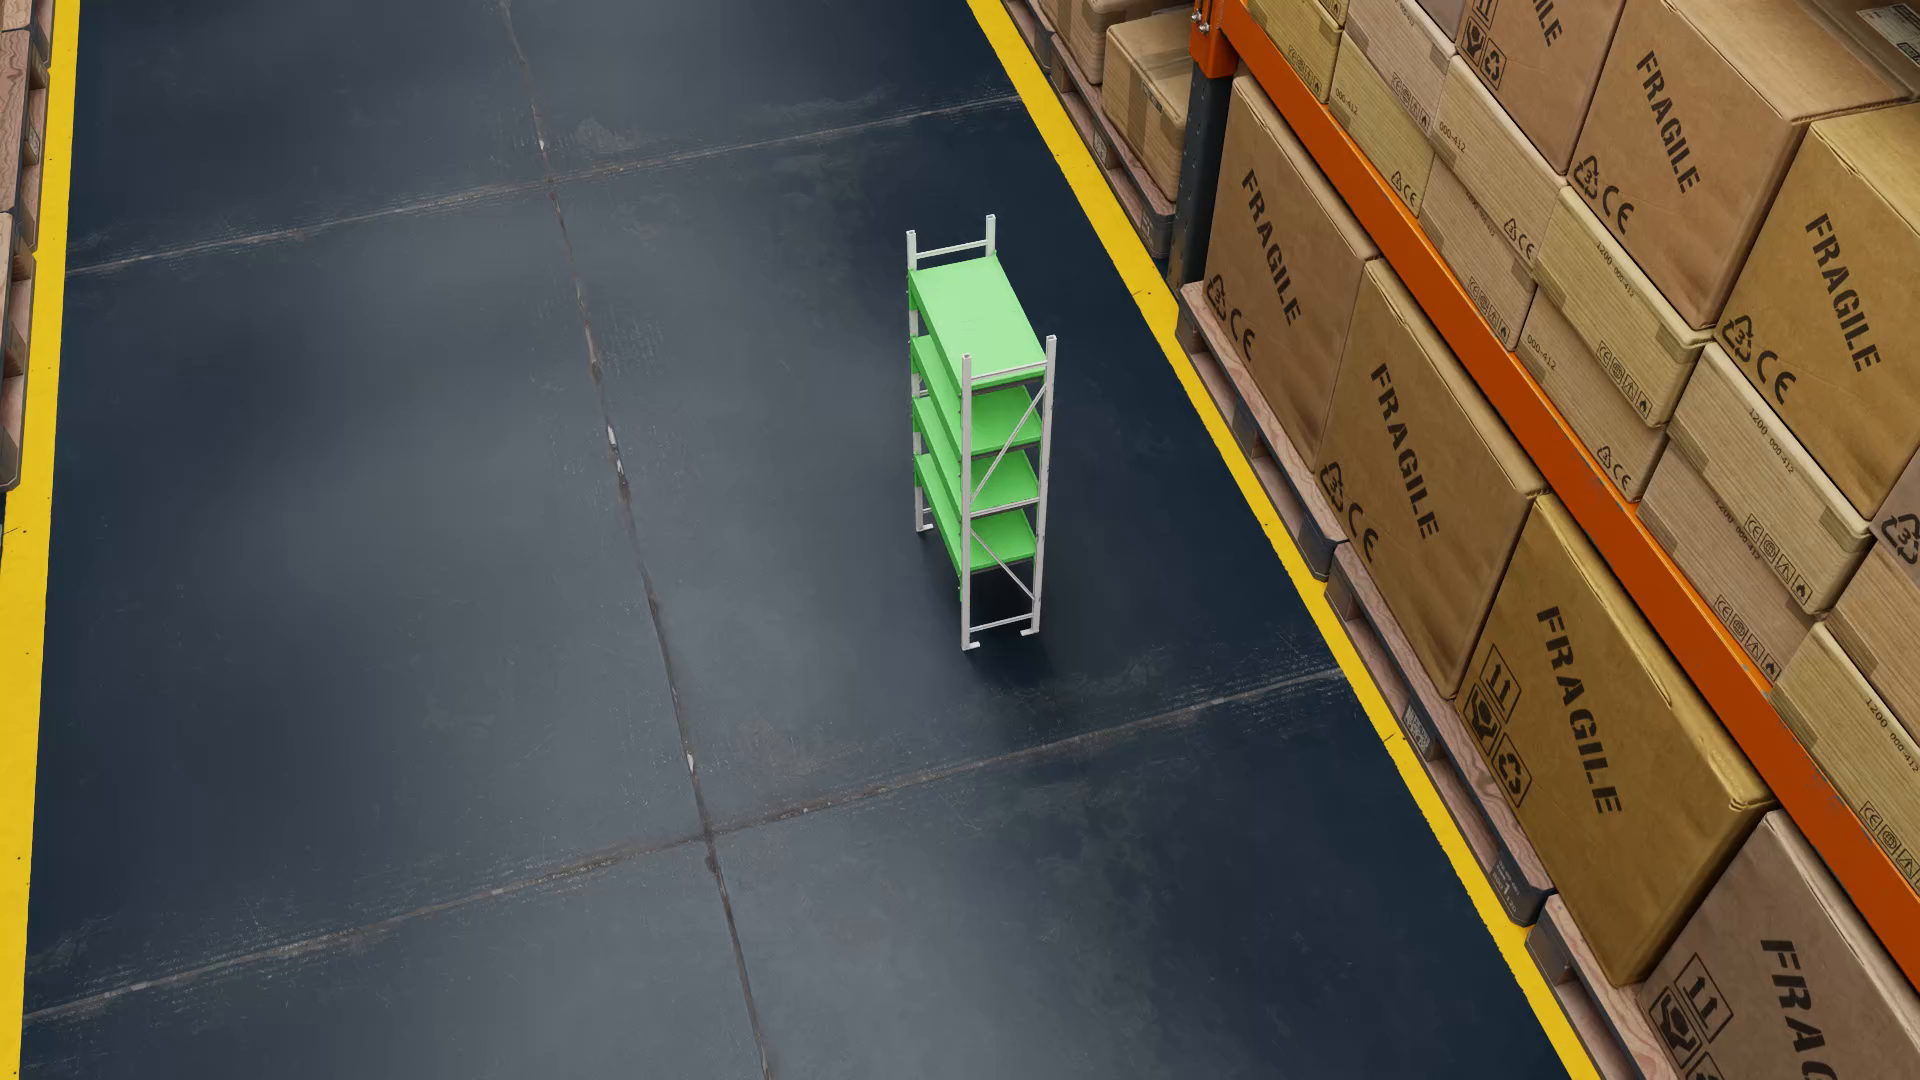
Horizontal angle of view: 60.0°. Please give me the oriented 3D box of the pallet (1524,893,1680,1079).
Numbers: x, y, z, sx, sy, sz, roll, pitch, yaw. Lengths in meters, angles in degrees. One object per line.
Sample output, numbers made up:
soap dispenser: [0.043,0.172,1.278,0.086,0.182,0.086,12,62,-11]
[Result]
pallet: [2.126,1.301,4.015,1.003,0.211,1.213,-13,51,-11]

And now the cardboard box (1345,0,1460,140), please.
cardboard box: [1.309,-1.281,4.140,0.500,0.250,0.500,-12,51,-10]

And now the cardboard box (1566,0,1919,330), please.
cardboard box: [1.596,-0.801,3.244,0.500,0.500,0.500,-13,51,-10]

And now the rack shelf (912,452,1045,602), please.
rack shelf: [0.049,-0.070,4.922,0.258,0.148,0.480,-13,51,-11]

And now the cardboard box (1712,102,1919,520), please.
cardboard box: [1.763,-0.426,2.928,0.500,0.500,0.500,-12,51,-10]

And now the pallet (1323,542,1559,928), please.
pallet: [1.762,0.409,4.767,1.003,0.211,1.213,-13,51,-11]

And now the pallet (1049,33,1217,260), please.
pallet: [1.014,-1.645,6.498,1.003,0.211,1.213,-13,51,-11]

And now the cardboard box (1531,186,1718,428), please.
cardboard box: [1.582,-0.541,3.515,0.500,0.250,0.500,-13,51,-10]

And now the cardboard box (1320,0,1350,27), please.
cardboard box: [1.157,-1.659,4.458,0.500,0.250,0.500,-14,51,-11]

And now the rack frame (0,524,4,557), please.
rack frame: [-3.497,-0.847,4.002,1.000,3.000,0.127,-13,51,-11]

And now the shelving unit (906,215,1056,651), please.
shelving unit: [0.049,-0.266,4.689,0.258,1.200,0.503,-13,51,-11]

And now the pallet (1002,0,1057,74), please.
pallet: [0.657,-2.534,7.248,1.003,0.211,1.213,-13,51,-11]

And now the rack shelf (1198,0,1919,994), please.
rack shelf: [1.835,-0.280,3.994,1.077,0.370,4.000,-13,51,-11]

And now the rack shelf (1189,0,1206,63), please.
rack shelf: [0.652,-3.201,6.457,1.077,0.370,4.000,-13,51,-11]

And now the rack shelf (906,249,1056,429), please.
rack shelf: [0.049,-0.534,4.371,0.258,0.148,0.480,-13,51,-11]

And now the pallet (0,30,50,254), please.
pallet: [-4.060,-1.448,6.333,1.003,0.211,1.213,-13,51,-11]

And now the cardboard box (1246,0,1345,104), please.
cardboard box: [1.148,-1.510,4.659,0.500,0.250,0.500,-14,51,-12]

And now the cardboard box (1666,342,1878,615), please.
cardboard box: [1.750,-0.171,3.203,0.500,0.250,0.500,-12,51,-10]

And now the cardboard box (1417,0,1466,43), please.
cardboard box: [1.312,-1.551,3.876,0.500,0.500,0.500,-13,51,-11]

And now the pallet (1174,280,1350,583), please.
pallet: [1.405,-0.481,5.517,1.003,0.211,1.213,-13,51,-11]

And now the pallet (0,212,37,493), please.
pallet: [-3.703,-0.559,5.583,1.003,0.211,1.213,-13,51,-11]

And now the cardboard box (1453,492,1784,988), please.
cardboard box: [1.892,0.406,4.061,0.875,0.875,0.875,-12,51,-10]

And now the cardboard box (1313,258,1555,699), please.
cardboard box: [1.628,-0.247,4.612,0.875,0.875,0.875,-13,51,-11]

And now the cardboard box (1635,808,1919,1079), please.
cardboard box: [2.167,1.064,3.506,0.875,0.875,0.875,-12,51,-10]

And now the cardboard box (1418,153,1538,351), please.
cardboard box: [1.466,-0.754,4.022,0.500,0.250,0.500,-12,51,-10]

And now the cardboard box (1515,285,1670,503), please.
cardboard box: [1.615,-0.395,3.719,0.500,0.250,0.500,-13,51,-11]

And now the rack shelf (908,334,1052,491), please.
rack shelf: [0.049,-0.379,4.555,0.258,0.148,0.480,-13,51,-11]

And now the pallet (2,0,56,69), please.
pallet: [-4.425,-2.341,7.085,1.003,0.211,1.213,-13,51,-11]

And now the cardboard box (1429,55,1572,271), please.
cardboard box: [1.445,-0.915,3.830,0.500,0.250,0.500,-13,51,-11]

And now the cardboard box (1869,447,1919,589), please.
cardboard box: [1.894,-0.051,2.612,0.500,0.500,0.500,-12,51,-10]

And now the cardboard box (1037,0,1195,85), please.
cardboard box: [0.860,-2.213,6.598,0.950,0.372,0.625,-14,51,-12]

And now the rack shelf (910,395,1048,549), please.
rack shelf: [0.049,-0.225,4.738,0.258,0.148,0.480,-13,51,-11]

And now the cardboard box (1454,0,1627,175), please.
cardboard box: [1.450,-1.170,3.555,0.500,0.500,0.500,-12,51,-10]

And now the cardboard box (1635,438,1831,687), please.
cardboard box: [1.772,-0.018,3.402,0.500,0.250,0.500,-15,51,-12]

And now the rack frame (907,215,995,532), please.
rack frame: [-0.023,-0.444,4.840,0.240,1.200,0.015,-13,51,-11]

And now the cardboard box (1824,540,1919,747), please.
cardboard box: [1.909,0.206,2.886,0.500,0.250,0.500,-12,51,-10]

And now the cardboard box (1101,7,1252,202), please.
cardboard box: [1.086,-1.676,6.145,0.950,0.372,0.625,-16,52,-13]

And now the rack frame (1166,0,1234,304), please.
rack frame: [1.243,-1.972,4.951,1.000,3.000,0.127,-13,51,-11]

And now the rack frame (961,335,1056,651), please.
rack frame: [0.121,-0.088,4.539,0.240,1.200,0.015,-13,51,-11]

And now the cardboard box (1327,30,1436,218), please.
cardboard box: [1.317,-1.139,4.346,0.500,0.250,0.500,-15,51,-12]

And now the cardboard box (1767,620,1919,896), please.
cardboard box: [1.903,0.355,3.087,0.500,0.250,0.500,-14,51,-11]

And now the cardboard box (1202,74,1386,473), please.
cardboard box: [1.368,-0.900,5.162,0.875,0.875,0.875,-14,51,-11]
